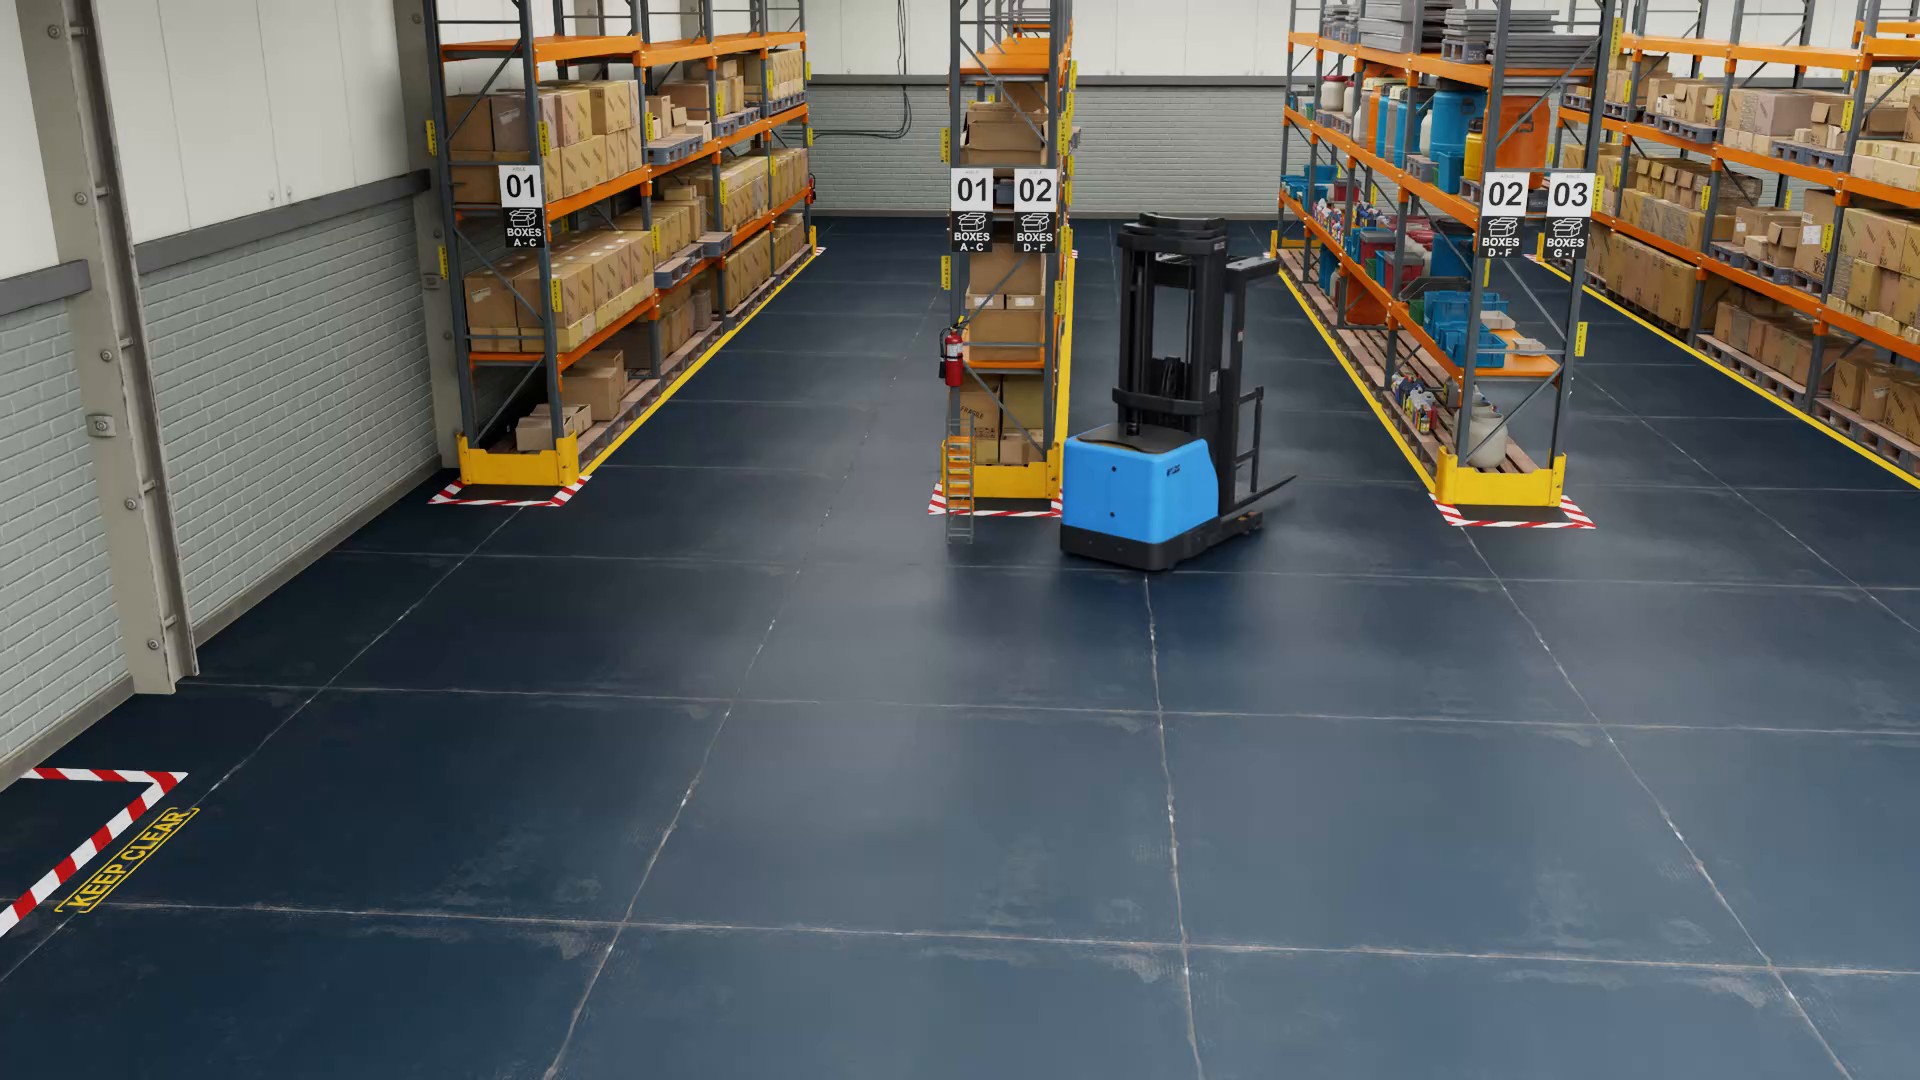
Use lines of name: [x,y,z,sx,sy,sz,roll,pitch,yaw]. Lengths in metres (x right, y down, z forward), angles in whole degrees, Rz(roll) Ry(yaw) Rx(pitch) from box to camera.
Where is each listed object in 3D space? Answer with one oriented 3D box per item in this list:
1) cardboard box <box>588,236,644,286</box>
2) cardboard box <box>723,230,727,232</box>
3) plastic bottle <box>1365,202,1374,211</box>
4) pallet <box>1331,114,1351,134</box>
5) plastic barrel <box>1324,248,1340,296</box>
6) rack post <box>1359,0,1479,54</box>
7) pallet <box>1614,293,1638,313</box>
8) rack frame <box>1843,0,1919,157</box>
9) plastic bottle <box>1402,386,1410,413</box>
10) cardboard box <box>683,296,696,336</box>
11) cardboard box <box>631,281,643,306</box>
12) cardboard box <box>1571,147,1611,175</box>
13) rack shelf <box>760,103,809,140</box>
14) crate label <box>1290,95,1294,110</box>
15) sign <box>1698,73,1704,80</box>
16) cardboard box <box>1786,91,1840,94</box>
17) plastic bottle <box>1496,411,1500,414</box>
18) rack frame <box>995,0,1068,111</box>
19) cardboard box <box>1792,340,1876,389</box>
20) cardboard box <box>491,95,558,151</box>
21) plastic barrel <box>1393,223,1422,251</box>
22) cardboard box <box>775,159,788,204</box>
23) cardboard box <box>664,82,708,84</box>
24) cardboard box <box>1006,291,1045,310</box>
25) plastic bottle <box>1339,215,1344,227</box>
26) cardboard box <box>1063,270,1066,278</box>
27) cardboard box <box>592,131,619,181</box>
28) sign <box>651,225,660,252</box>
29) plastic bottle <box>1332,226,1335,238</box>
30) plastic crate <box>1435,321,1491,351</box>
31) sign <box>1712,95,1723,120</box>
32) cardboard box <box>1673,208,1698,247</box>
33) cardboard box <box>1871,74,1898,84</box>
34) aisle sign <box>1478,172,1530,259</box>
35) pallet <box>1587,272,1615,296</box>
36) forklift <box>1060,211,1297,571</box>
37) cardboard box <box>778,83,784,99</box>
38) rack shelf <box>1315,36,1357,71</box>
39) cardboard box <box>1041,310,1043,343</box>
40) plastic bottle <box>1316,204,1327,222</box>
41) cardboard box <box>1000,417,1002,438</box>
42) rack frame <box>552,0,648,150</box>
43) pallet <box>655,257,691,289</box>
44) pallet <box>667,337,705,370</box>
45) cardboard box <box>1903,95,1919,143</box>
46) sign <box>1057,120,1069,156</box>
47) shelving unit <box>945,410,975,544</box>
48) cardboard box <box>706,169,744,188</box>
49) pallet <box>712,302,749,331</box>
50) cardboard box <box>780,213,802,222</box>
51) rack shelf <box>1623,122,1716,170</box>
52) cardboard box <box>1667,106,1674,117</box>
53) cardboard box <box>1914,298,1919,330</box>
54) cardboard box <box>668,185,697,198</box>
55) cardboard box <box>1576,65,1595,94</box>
cardboard box: [-3.998,-3.243,19.333,0.500,0.500,0.500,1,18,4]
cardboard box: [-3.675,-4.564,24.734,0.380,0.149,0.250,2,18,5]
plastic bottle: [6.459,-5.147,26.219,0.144,0.351,0.185,1,18,4]
pallet: [6.175,-6.258,25.018,1.003,0.211,1.213,1,18,4]
plastic barrel: [6.105,-4.334,26.356,0.600,0.901,0.708,1,18,4]
rack post: [5.694,-6.595,20.605,1.013,1.000,3.121,1,18,4]
pallet: [11.172,-3.843,26.640,1.003,0.211,1.213,1,18,4]
rack frame: [10.579,-5.776,18.426,1.000,3.000,0.127,1,18,4]
plastic bottle: [5.100,-1.604,18.982,0.061,0.283,0.133,2,18,6]
cardboard box: [-4.109,-3.138,23.318,0.700,0.500,0.500,1,18,4]
cardboard box: [-4.018,-2.887,19.451,0.500,0.250,0.500,1,18,4]
cardboard box: [11.069,-6.619,29.192,0.500,0.500,0.500,1,18,2]
rack shelf: [-3.526,-7.446,29.496,1.077,0.370,4.000,1,18,4]
crate label: [6.111,-7.838,29.775,0.408,0.251,0.502,1,18,4]
sign: [11.694,-7.221,26.318,0.100,0.325,0.005,1,18,4]
cardboard box: [11.055,-5.565,21.635,0.500,0.500,0.500,1,18,4]
plastic bottle: [5.793,-1.262,17.960,0.097,0.271,0.097,0,18,0]
rack frame: [0.985,-7.241,22.896,1.000,3.000,0.127,1,18,4]
cardboard box: [10.644,-2.137,20.261,0.700,0.500,0.500,0,18,0]
cardboard box: [-4.260,-4.086,16.288,0.500,0.500,0.500,0,18,0]
plastic barrel: [6.065,-4.007,22.482,0.421,0.512,0.421,0,18,0]
cardboard box: [-3.556,-6.279,29.113,0.980,0.700,0.700,1,18,3]
cardboard box: [-3.993,-6.499,24.582,0.700,0.500,0.500,0,18,1]
cardboard box: [0.655,-2.378,16.488,0.380,0.149,0.250,1,18,4]
plastic bottle: [5.768,-4.767,25.168,0.061,0.283,0.133,1,18,4]
cardboard box: [1.376,-3.864,25.534,0.500,0.500,0.500,1,18,3]
cardboard box: [-4.083,-4.247,18.385,0.500,0.500,0.500,1,18,2]
sign: [-3.701,-3.659,20.208,0.100,0.325,0.005,1,18,4]
plastic bottle: [5.614,-4.607,24.813,0.097,0.201,0.097,0,18,0]
plastic crate: [5.142,-2.086,17.039,0.499,0.251,0.408,1,18,4]
sign: [10.313,-5.891,22.637,0.100,0.325,0.005,1,18,4]
cardboard box: [10.695,-4.529,24.093,0.500,0.500,0.500,1,18,3]
cardboard box: [15.982,-7.959,28.702,0.380,0.149,0.250,2,18,5]
aisle sign: [5.051,-3.013,15.453,0.394,0.787,0.004,1,18,4]
pallet: [11.285,-4.319,28.092,1.003,0.211,1.213,1,18,4]
forklift: [2.175,-1.523,15.191,1.130,2.935,3.031,13,22,35]
cardboard box: [-3.306,-7.709,28.549,0.500,0.250,0.500,1,18,3]
rack shelf: [6.069,-7.218,24.625,1.077,0.370,4.000,1,18,4]
cardboard box: [0.491,-2.261,17.171,0.700,0.500,0.500,2,18,5]
plastic bottle: [5.773,-5.213,26.540,0.152,0.276,0.135,1,18,4]
cardboard box: [0.179,-1.127,17.613,0.500,0.250,0.500,1,18,4]
rack frame: [-4.243,-6.108,19.438,1.000,3.000,0.127,1,18,4]
pallet: [-4.043,-3.400,21.117,1.003,0.211,1.213,1,18,4]
pallet: [-4.104,-2.554,22.704,1.003,0.211,1.213,1,18,4]
cardboard box: [10.801,-4.632,18.309,0.500,0.500,0.500,1,18,2]
sign: [0.965,-3.769,15.588,0.100,0.325,0.005,1,18,4]
shelving unit: [-0.001,-0.566,15.049,0.258,1.200,0.189,1,18,4]
cardboard box: [-3.597,-5.512,25.378,0.500,0.250,0.500,1,18,4]
pallet: [-3.824,-3.417,25.340,1.003,0.211,1.213,1,18,4]
cardboard box: [-3.160,-6.040,31.165,0.380,0.149,0.250,1,18,3]
rack shelf: [11.009,-5.872,24.692,1.077,0.370,4.000,1,18,4]
cardboard box: [10.896,-6.456,25.048,0.380,0.149,0.250,1,18,2]
cardboard box: [10.354,-2.354,16.979,0.875,0.500,0.500,1,18,4]
cardboard box: [-3.951,-4.956,23.650,0.380,0.149,0.250,-1,18,-3]
cardboard box: [11.455,-8.209,29.674,0.700,0.500,0.500,0,18,1]
